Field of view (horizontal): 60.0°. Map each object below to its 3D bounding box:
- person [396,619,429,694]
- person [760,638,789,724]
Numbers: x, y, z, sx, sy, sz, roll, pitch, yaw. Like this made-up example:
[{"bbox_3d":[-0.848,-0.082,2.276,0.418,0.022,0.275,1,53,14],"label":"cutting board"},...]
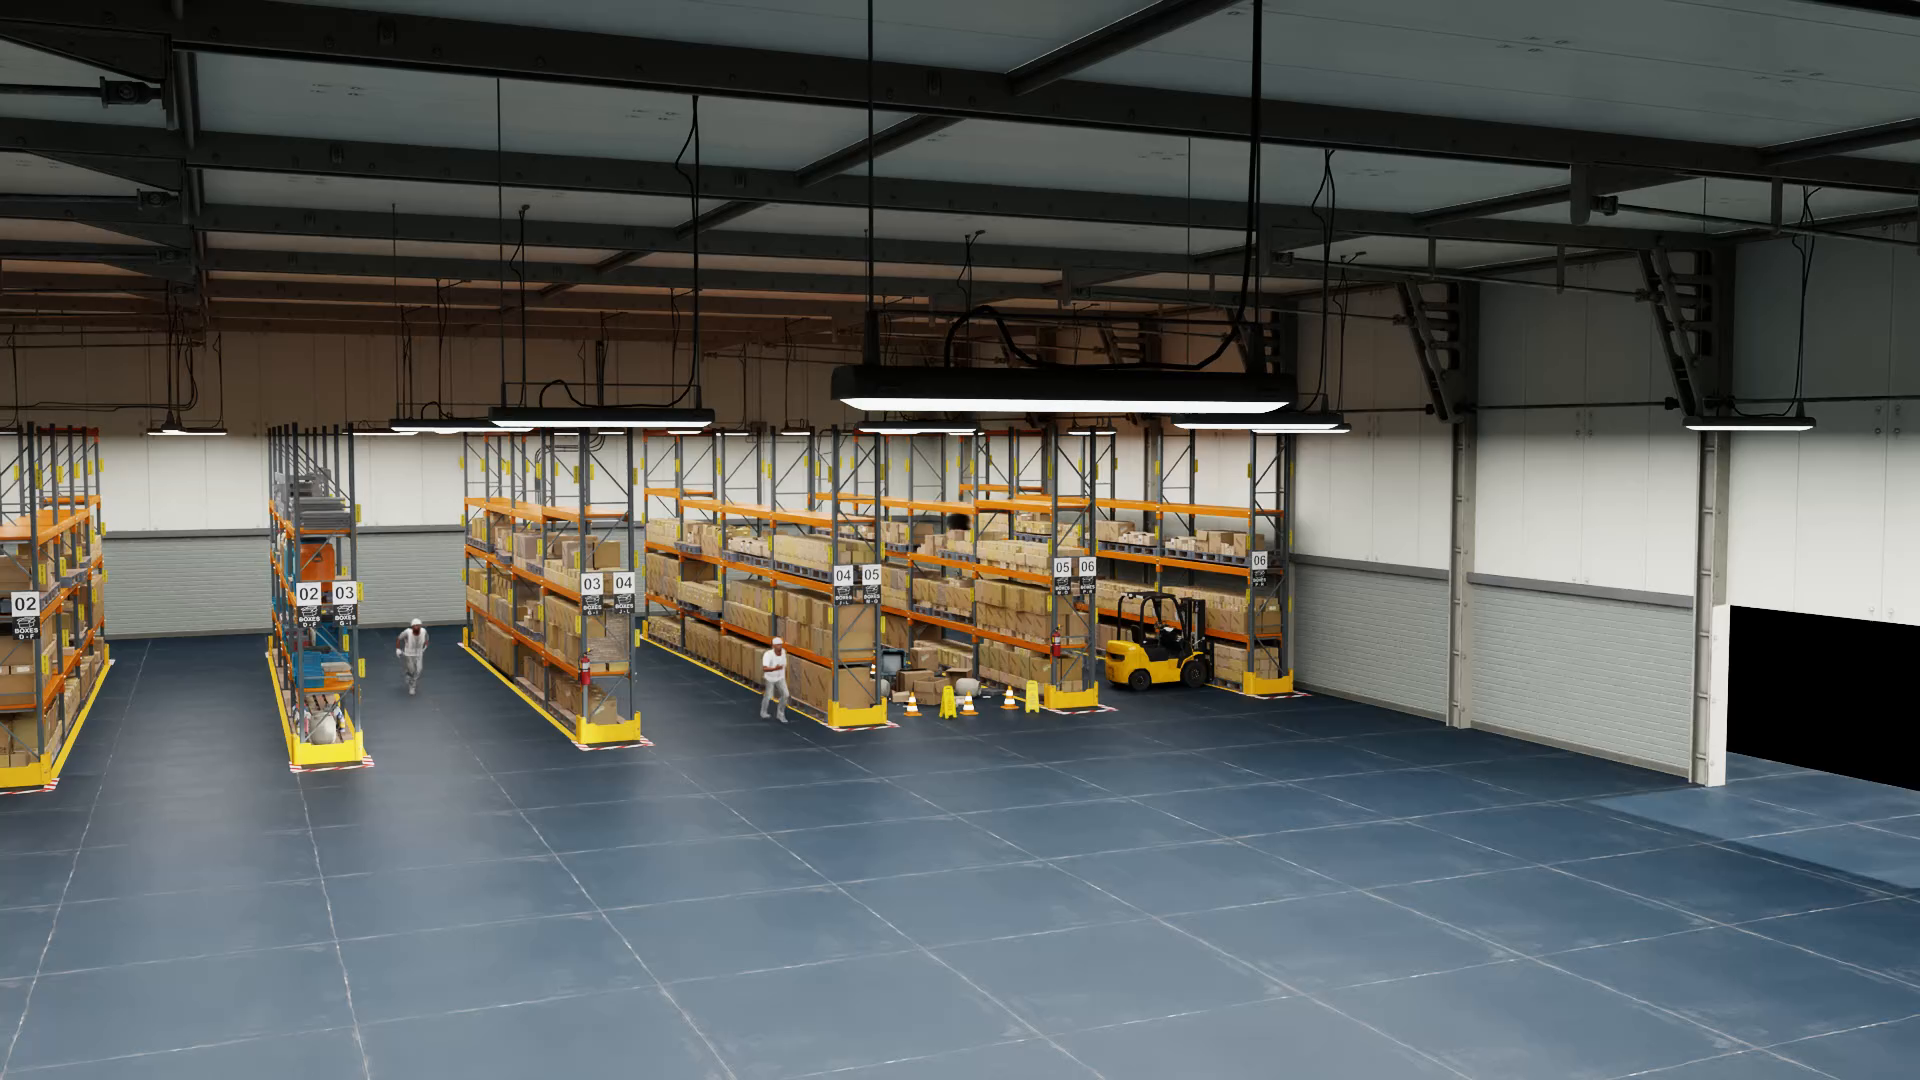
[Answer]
[{"bbox_3d":[-12.267,2.607,37.303,0.682,1.705,0.755,-3,4,-38],"label":"person"},{"bbox_3d":[-3.742,2.814,33.482,0.665,1.740,0.918,-2,4,-34],"label":"person"}]
